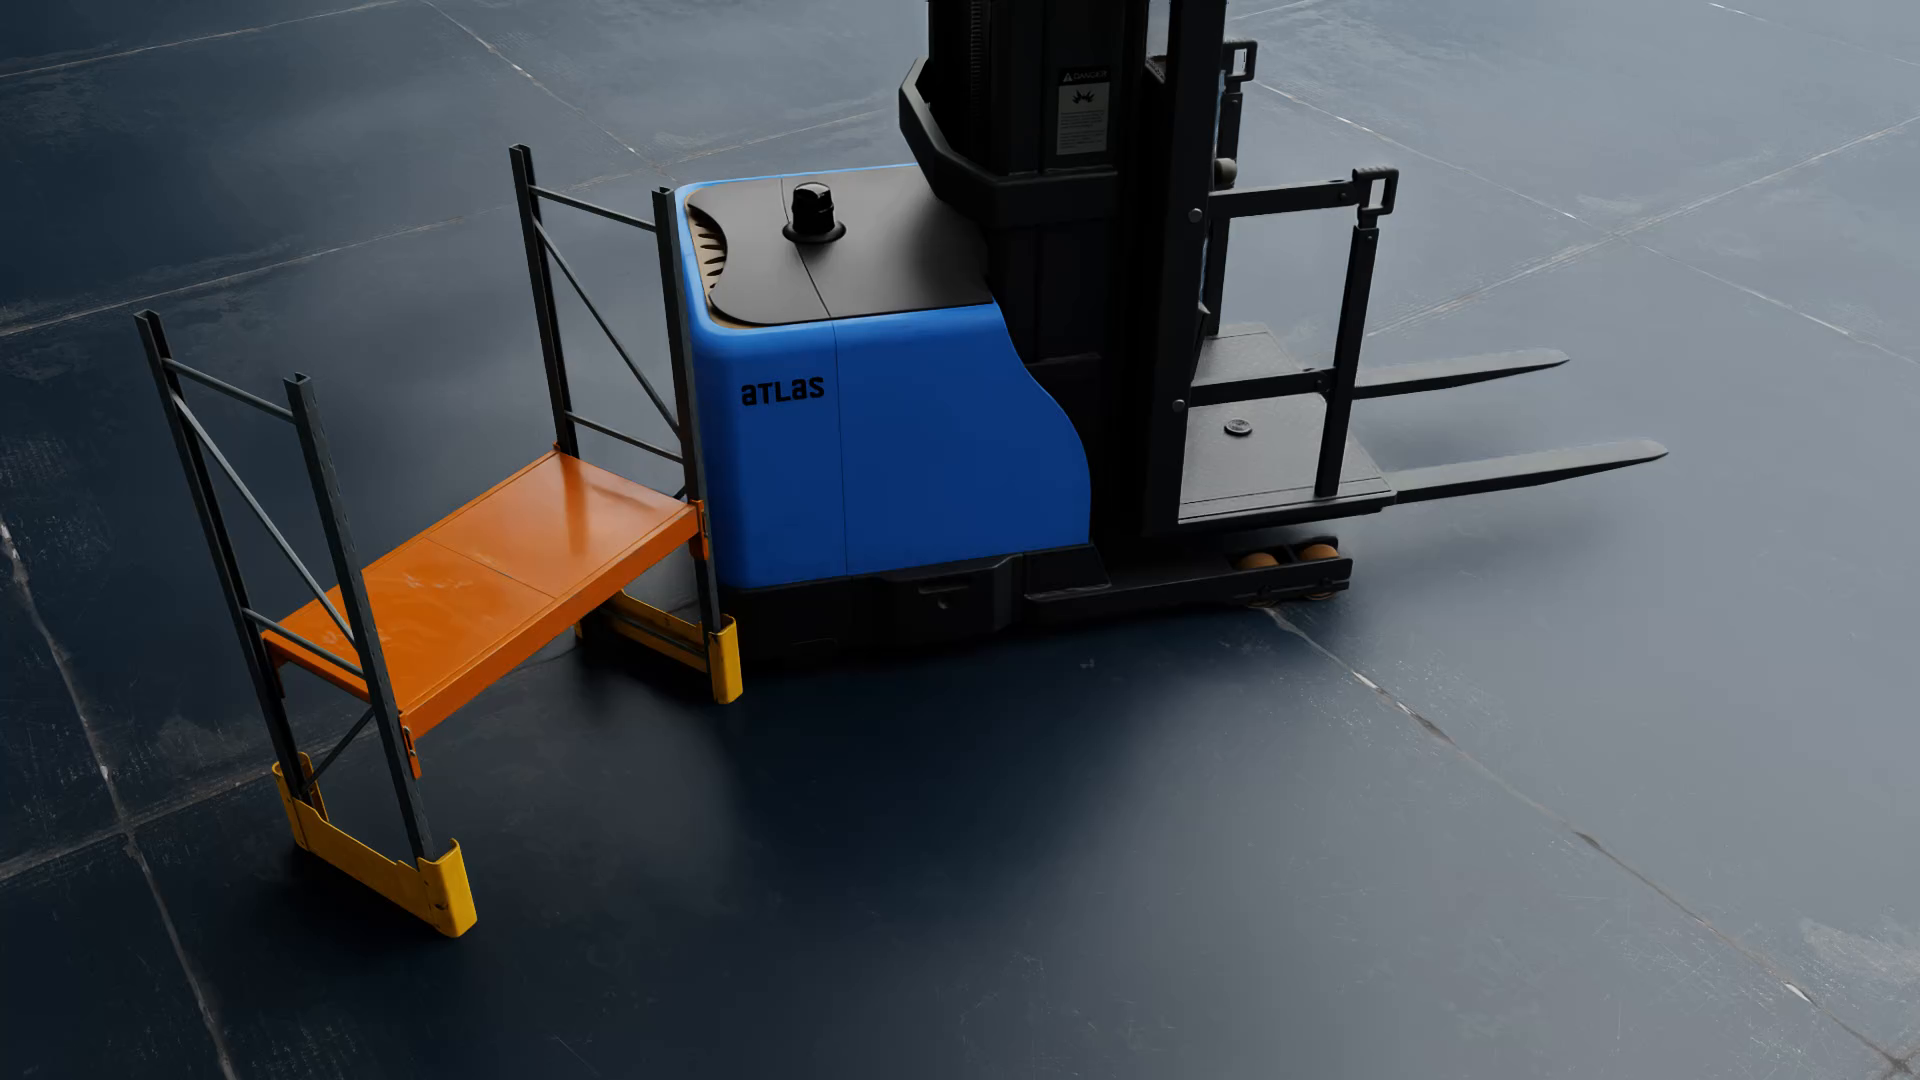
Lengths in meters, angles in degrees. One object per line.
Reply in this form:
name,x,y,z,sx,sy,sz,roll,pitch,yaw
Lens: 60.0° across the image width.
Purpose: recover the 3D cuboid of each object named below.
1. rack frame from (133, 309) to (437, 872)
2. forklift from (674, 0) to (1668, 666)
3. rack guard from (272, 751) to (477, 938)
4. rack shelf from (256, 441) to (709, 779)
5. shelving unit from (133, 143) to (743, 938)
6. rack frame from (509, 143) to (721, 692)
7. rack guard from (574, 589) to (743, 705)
rack frame,-1.427,0.234,3.641,0.500,1.500,0.032,21,41,27
forklift,0.691,-1.278,4.517,3.031,2.935,1.130,-8,36,-10
rack guard,-1.417,0.732,4.019,0.587,0.250,0.087,21,41,27
rack shelf,-1.148,0.132,4.090,0.538,0.185,1.000,21,41,27
shelving unit,-1.143,-0.019,3.991,0.587,1.500,1.083,21,41,27
rack frame,-0.868,-0.262,4.330,0.500,1.500,0.032,21,41,27
rack guard,-0.869,0.246,4.694,0.587,0.250,0.087,21,41,27
